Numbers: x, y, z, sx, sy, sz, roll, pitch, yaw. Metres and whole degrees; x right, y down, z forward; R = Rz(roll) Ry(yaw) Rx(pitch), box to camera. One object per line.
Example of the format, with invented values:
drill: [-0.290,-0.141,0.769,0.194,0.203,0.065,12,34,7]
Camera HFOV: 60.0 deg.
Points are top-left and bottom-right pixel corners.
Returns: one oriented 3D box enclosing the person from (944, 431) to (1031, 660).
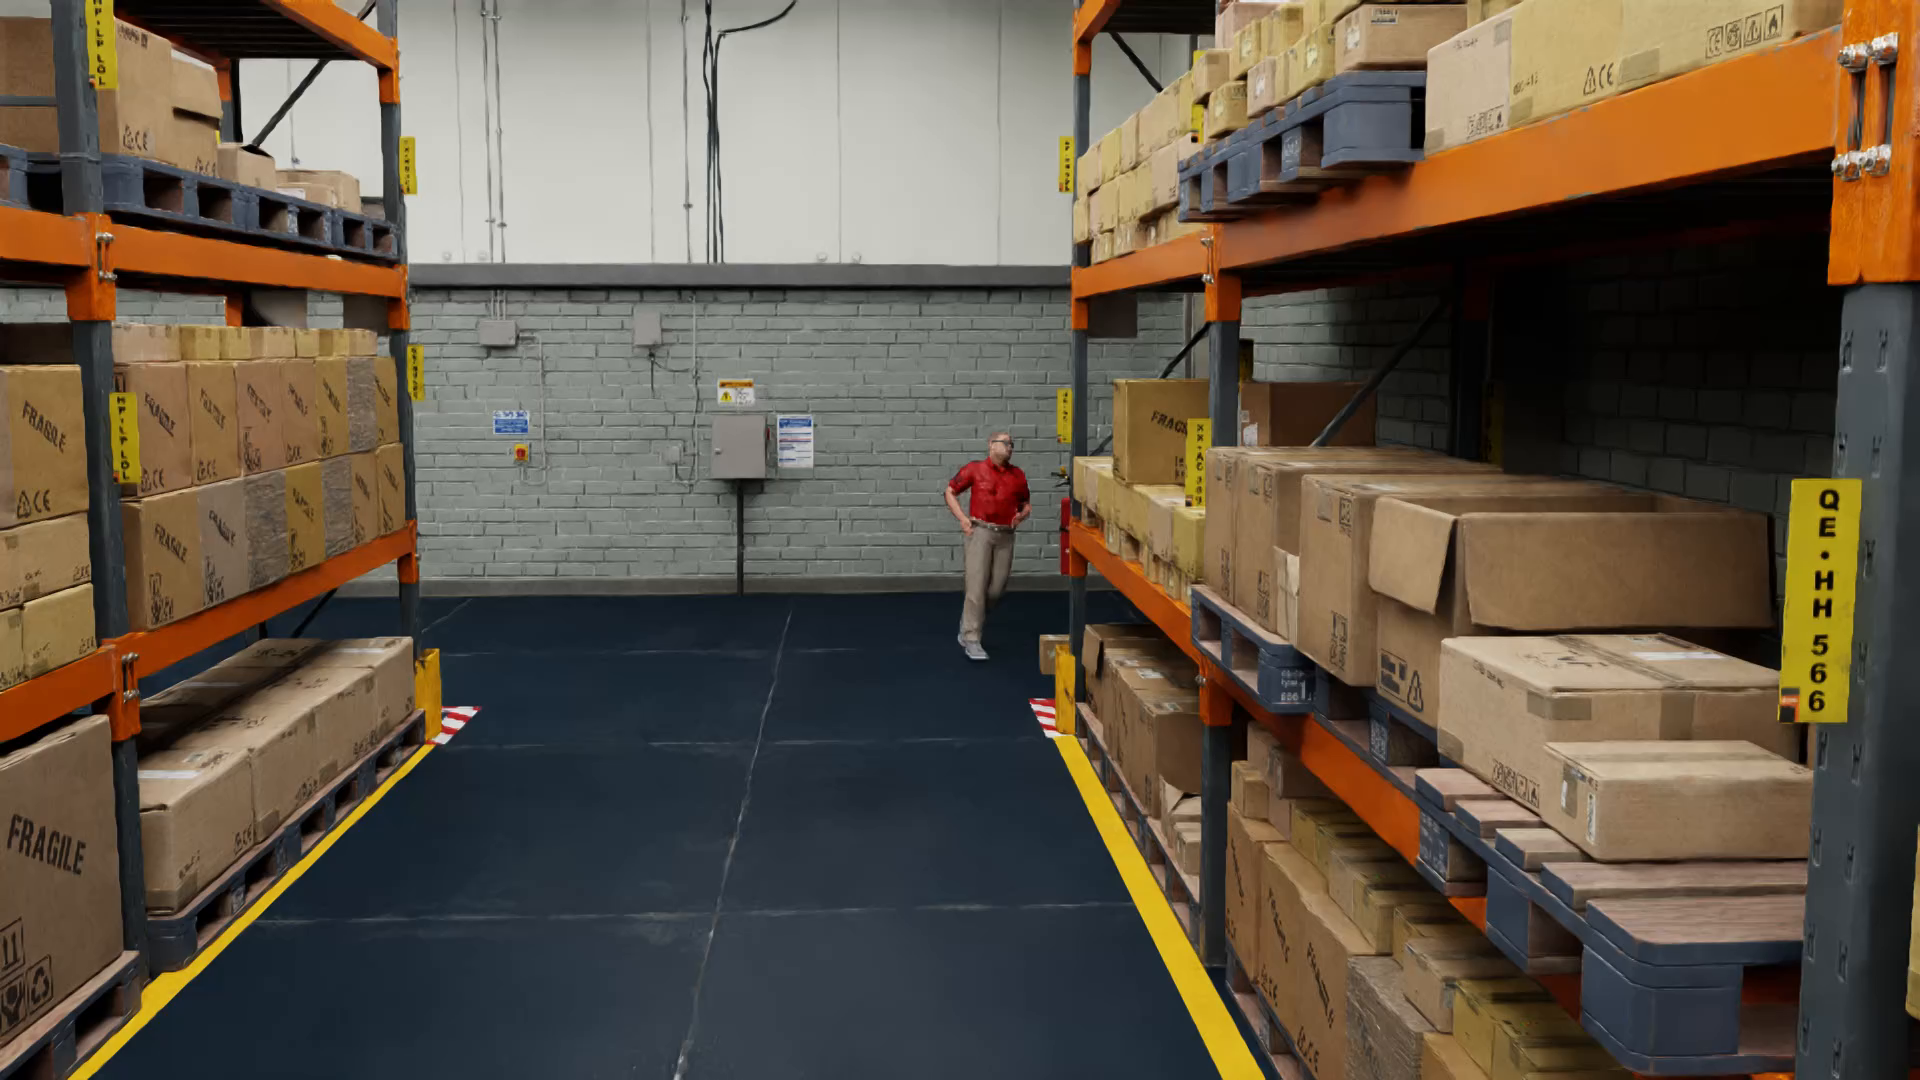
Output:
person: [0.284,0.015,12.753,0.684,1.682,0.743,-3,7,-24]
